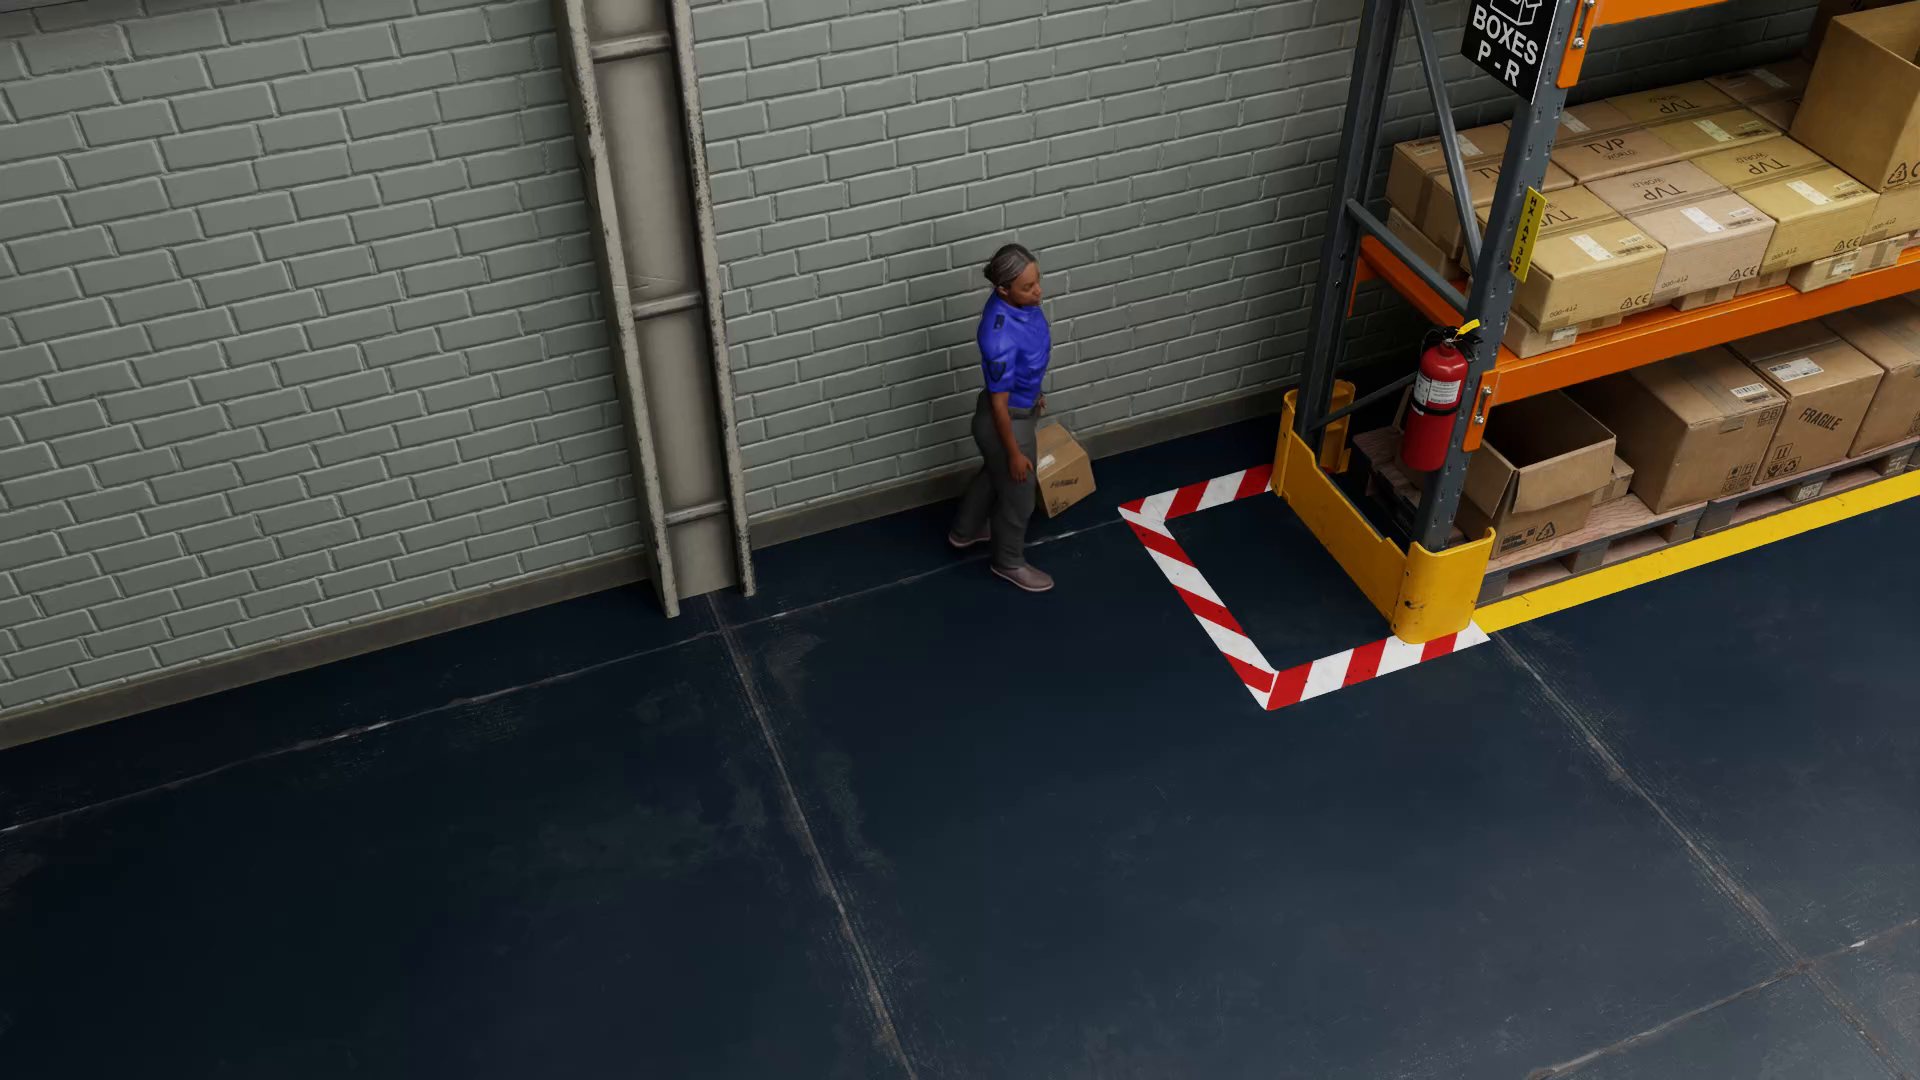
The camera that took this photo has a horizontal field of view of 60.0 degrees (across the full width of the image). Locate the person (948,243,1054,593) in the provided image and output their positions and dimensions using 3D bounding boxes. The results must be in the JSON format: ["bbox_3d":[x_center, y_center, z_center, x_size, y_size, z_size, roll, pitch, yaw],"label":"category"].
[{"bbox_3d":[0.176,-0.498,6.716,0.494,1.657,0.543,7,42,7],"label":"person"}]
